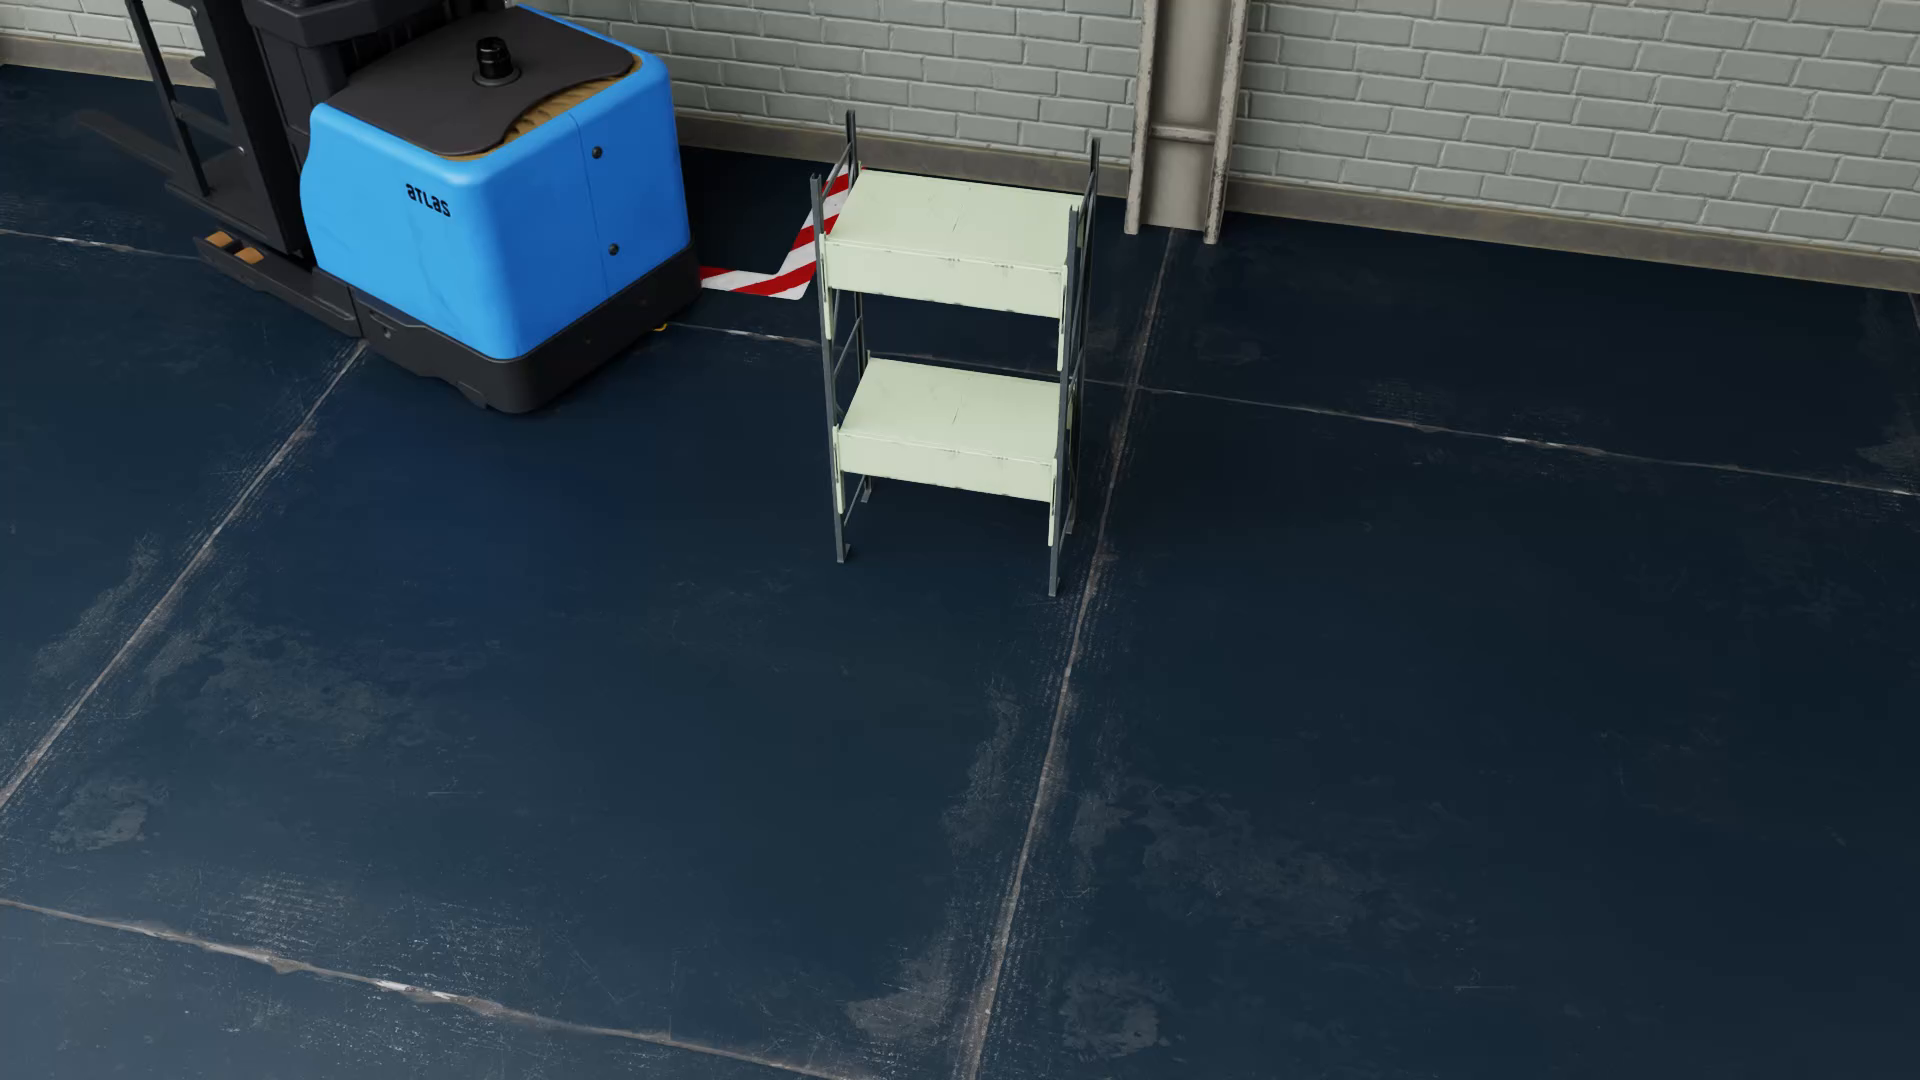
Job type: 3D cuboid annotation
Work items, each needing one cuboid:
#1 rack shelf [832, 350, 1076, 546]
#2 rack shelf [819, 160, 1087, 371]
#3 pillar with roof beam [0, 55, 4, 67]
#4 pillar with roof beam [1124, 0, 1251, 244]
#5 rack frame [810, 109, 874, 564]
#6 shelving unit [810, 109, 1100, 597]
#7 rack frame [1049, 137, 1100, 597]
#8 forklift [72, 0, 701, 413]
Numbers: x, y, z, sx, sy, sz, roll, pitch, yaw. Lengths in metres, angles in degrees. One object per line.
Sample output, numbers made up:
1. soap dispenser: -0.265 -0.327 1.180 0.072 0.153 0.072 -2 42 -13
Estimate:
1. rack shelf: -0.007 -0.306 5.457 0.720 0.370 0.431 9 45 9
2. rack shelf: -0.007 -0.823 4.960 0.720 0.370 0.431 9 45 9
3. pillar with roof beam: -5.866 -2.625 1.988 0.400 9.000 9.100 9 45 9
4. pillar with roof beam: -0.011 -1.716 1.044 0.400 9.000 9.100 9 45 9
5. rack frame: -0.364 -0.597 5.289 0.023 1.500 0.400 9 45 9
6. shelving unit: -0.007 -0.541 5.231 0.755 1.500 0.431 9 45 9
7. rack frame: 0.351 -0.486 5.173 0.023 1.500 0.400 9 45 9
8. forklift: -2.530 -2.354 6.082 3.031 2.935 1.130 27 50 25
